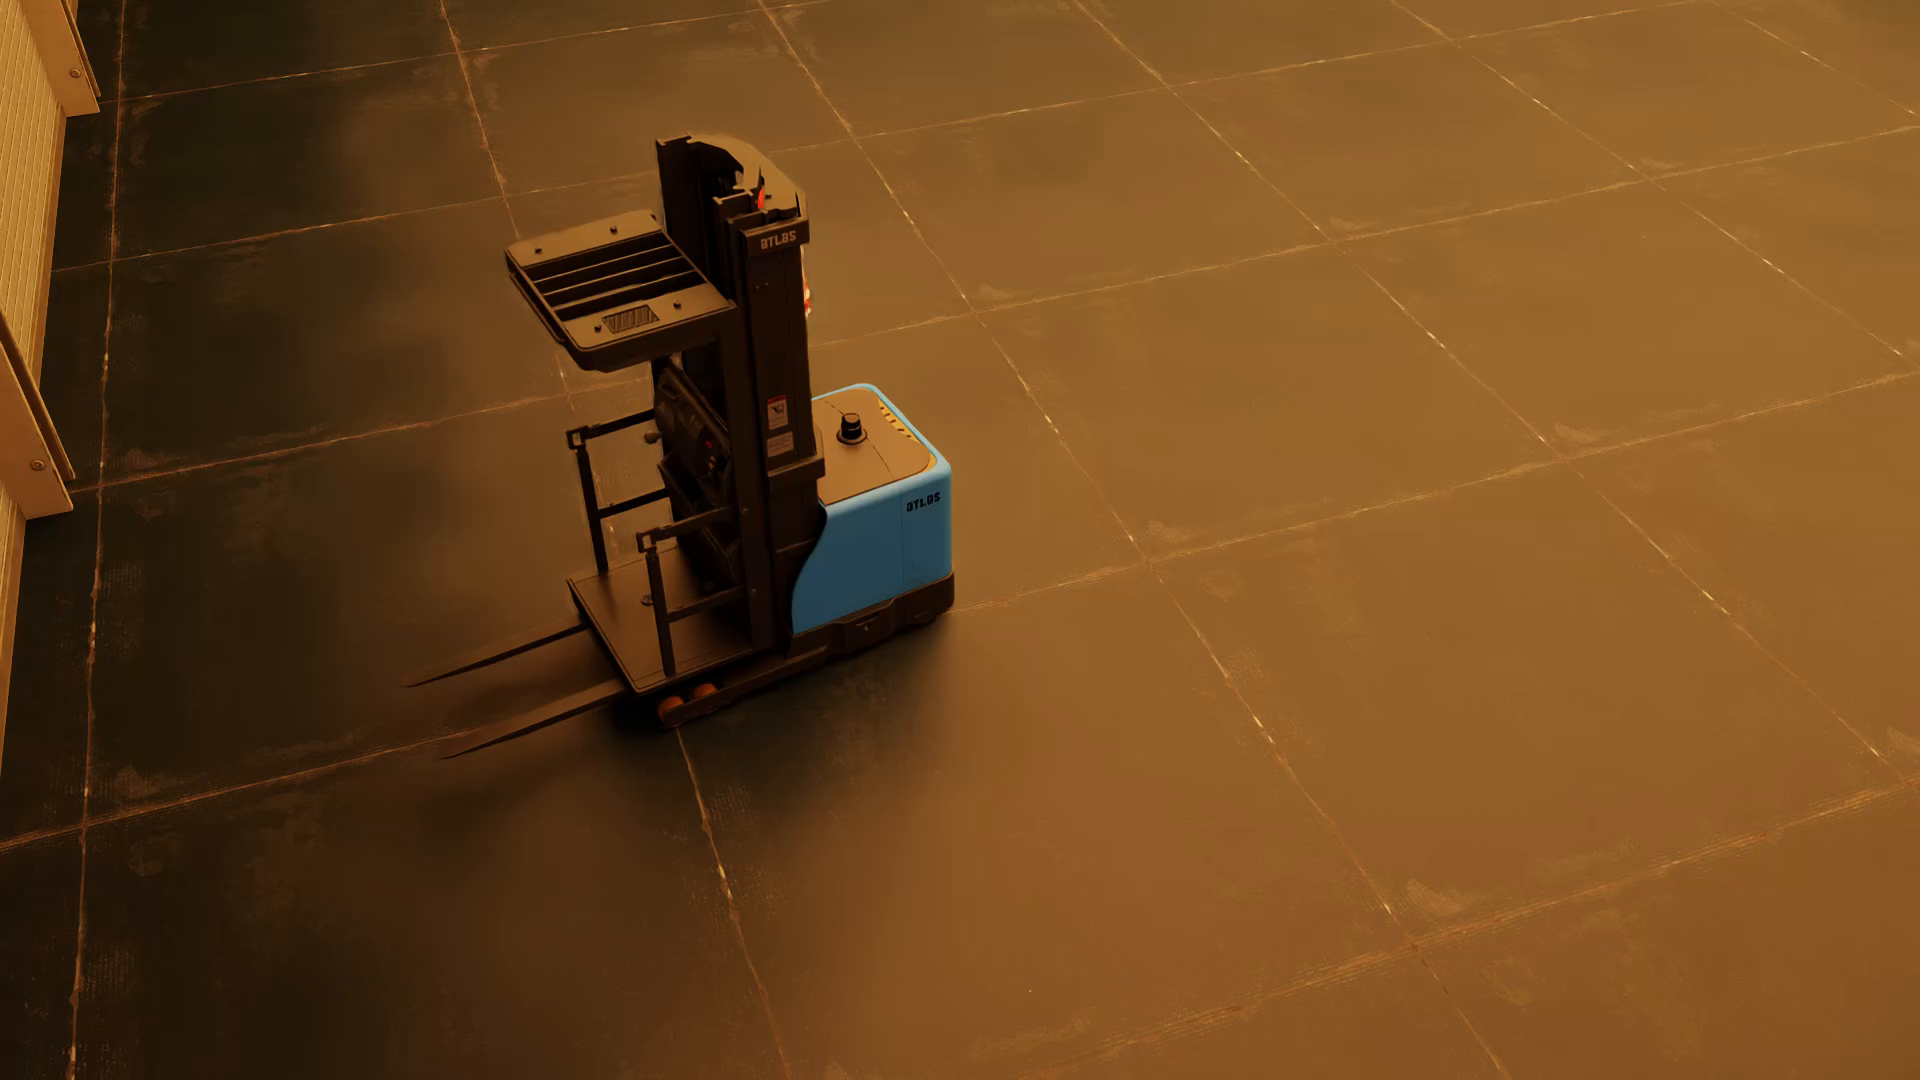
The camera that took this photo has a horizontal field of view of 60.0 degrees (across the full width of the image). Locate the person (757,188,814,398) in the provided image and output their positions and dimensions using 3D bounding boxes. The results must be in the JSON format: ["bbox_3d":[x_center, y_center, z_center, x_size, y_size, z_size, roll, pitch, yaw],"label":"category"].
[{"bbox_3d":[-1.226,-1.587,10.950,0.511,1.663,1.189,-7,40,-8],"label":"person"}]

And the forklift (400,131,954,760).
[{"bbox_3d":[-1.566,-0.495,8.586,3.031,2.935,1.130,-21,44,-23],"label":"forklift"}]
